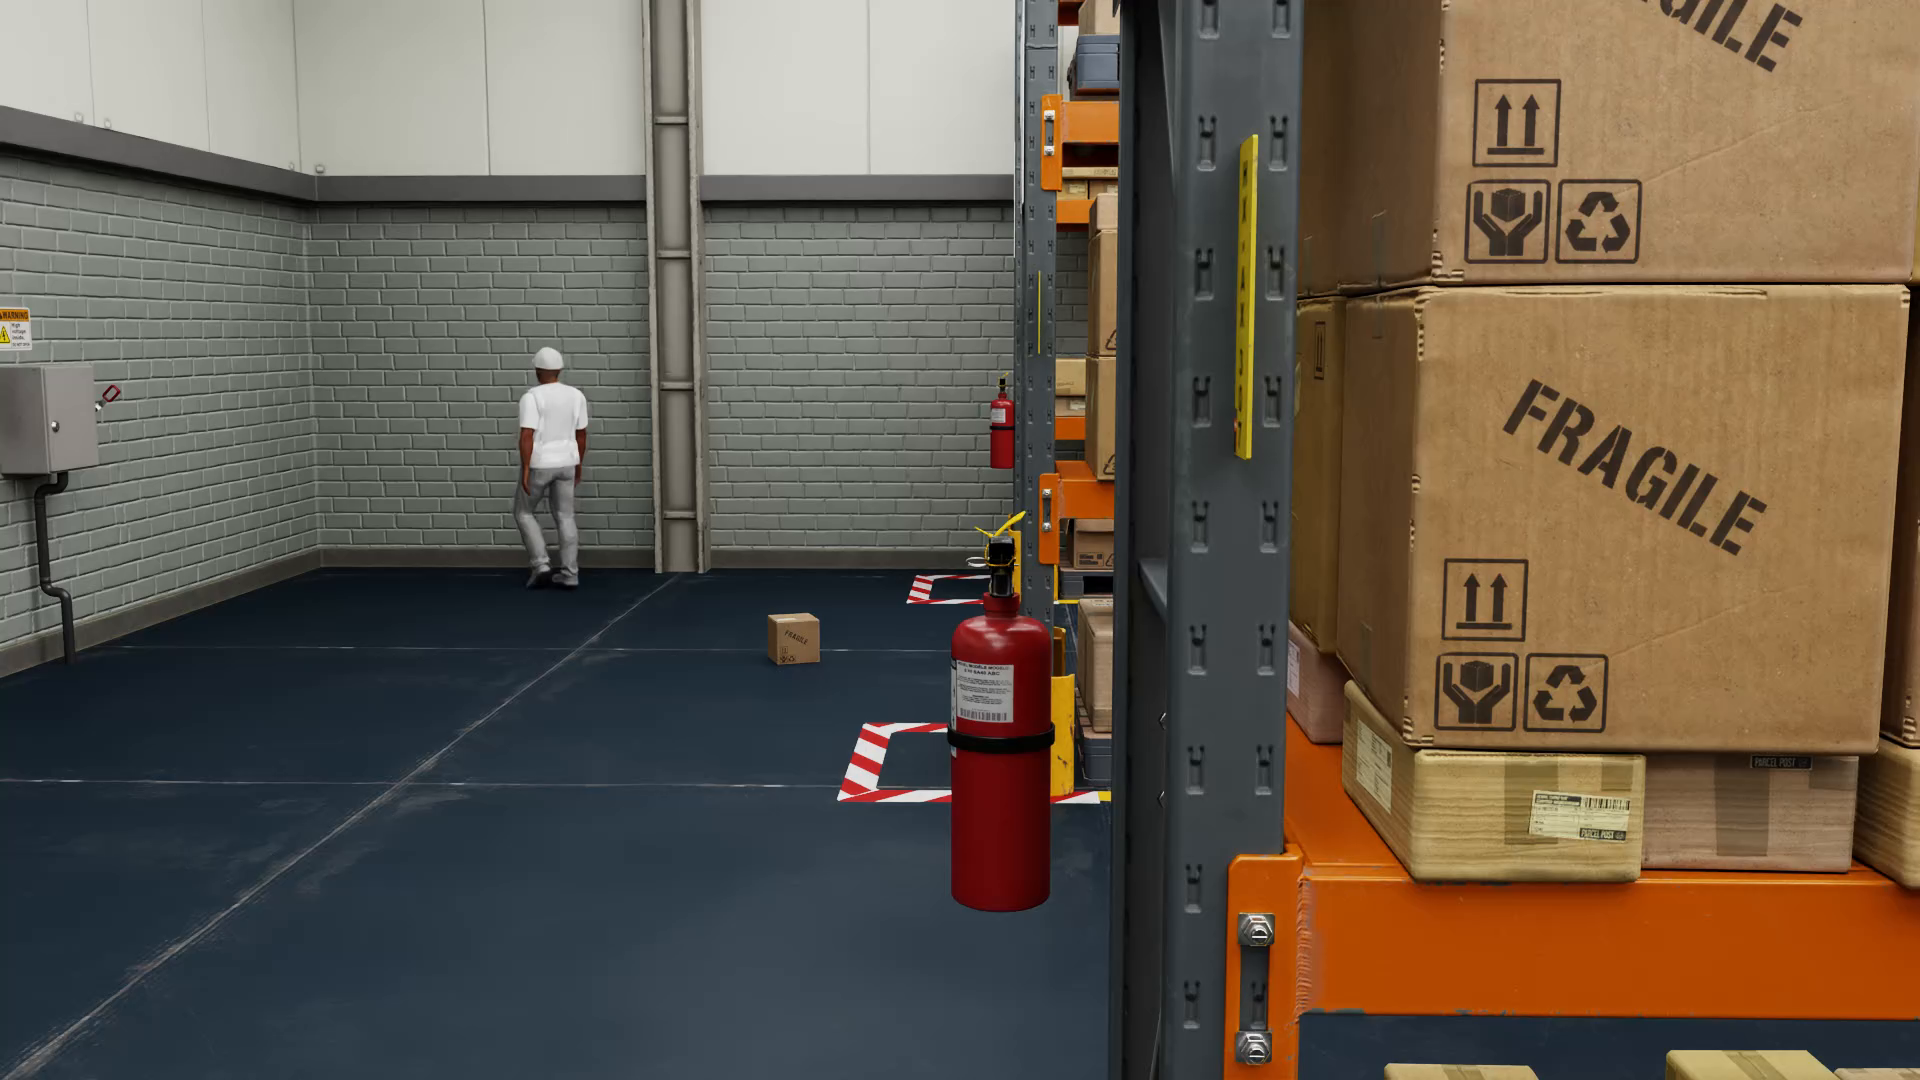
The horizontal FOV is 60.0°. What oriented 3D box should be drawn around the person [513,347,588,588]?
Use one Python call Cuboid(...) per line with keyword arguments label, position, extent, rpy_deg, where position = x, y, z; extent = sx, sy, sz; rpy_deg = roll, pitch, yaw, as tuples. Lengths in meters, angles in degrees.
Cuboid(label="person", position=(-3.030, -0.514, 12.310), extent=(0.587, 1.818, 0.513), rpy_deg=(-6, 9, -40))
